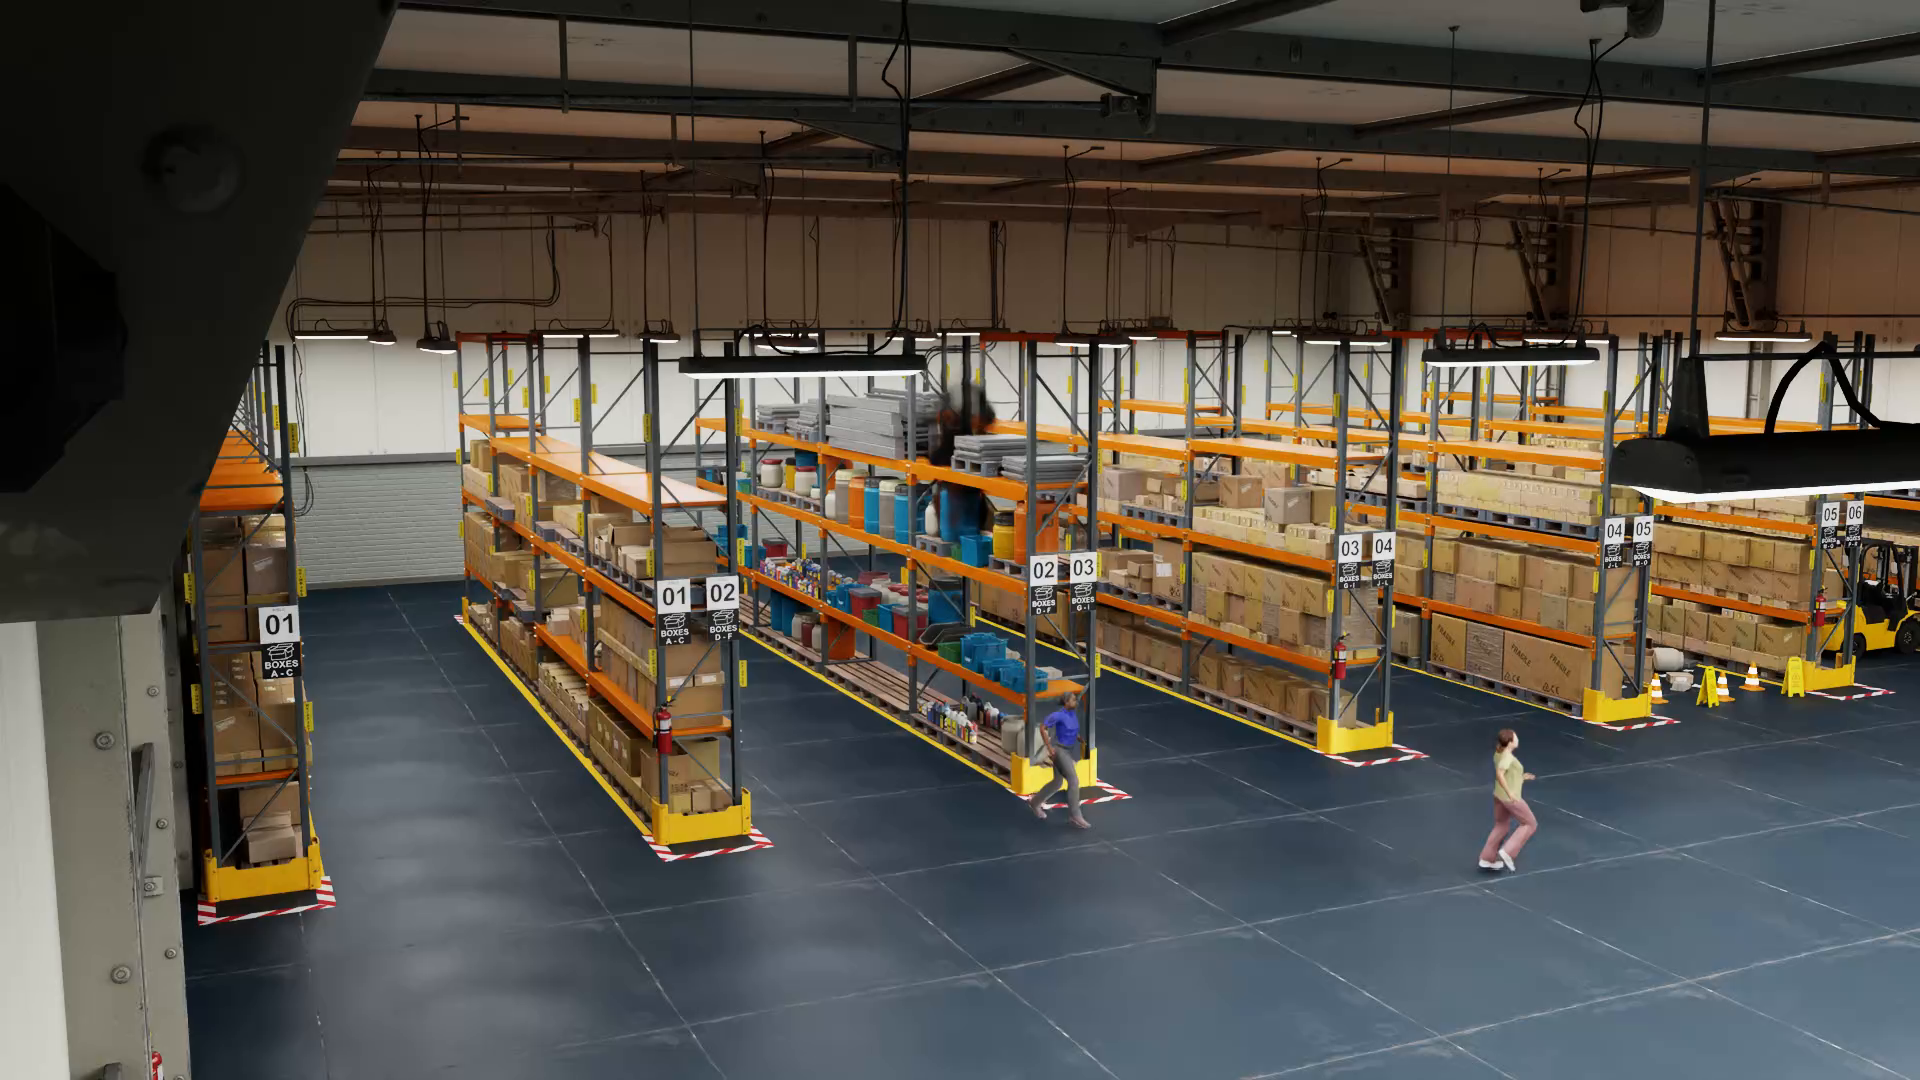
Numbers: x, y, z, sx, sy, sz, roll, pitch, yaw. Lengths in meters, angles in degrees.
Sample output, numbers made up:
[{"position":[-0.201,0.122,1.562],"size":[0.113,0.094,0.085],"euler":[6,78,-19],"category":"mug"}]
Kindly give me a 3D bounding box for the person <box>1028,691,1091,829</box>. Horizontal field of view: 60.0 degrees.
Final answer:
[{"position":[1.313,2.714,20.883],"size":[0.866,1.641,0.613],"euler":[4,9,25],"category":"person"}]

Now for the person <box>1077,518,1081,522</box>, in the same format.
[{"position":[2.672,0.302,38.736],"size":[0.603,1.679,0.812],"euler":[-3,8,-22],"category":"person"}]

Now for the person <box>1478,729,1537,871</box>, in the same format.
[{"position":[6.262,2.956,18.961],"size":[0.645,1.642,0.554],"euler":[-1,8,-8],"category":"person"}]
